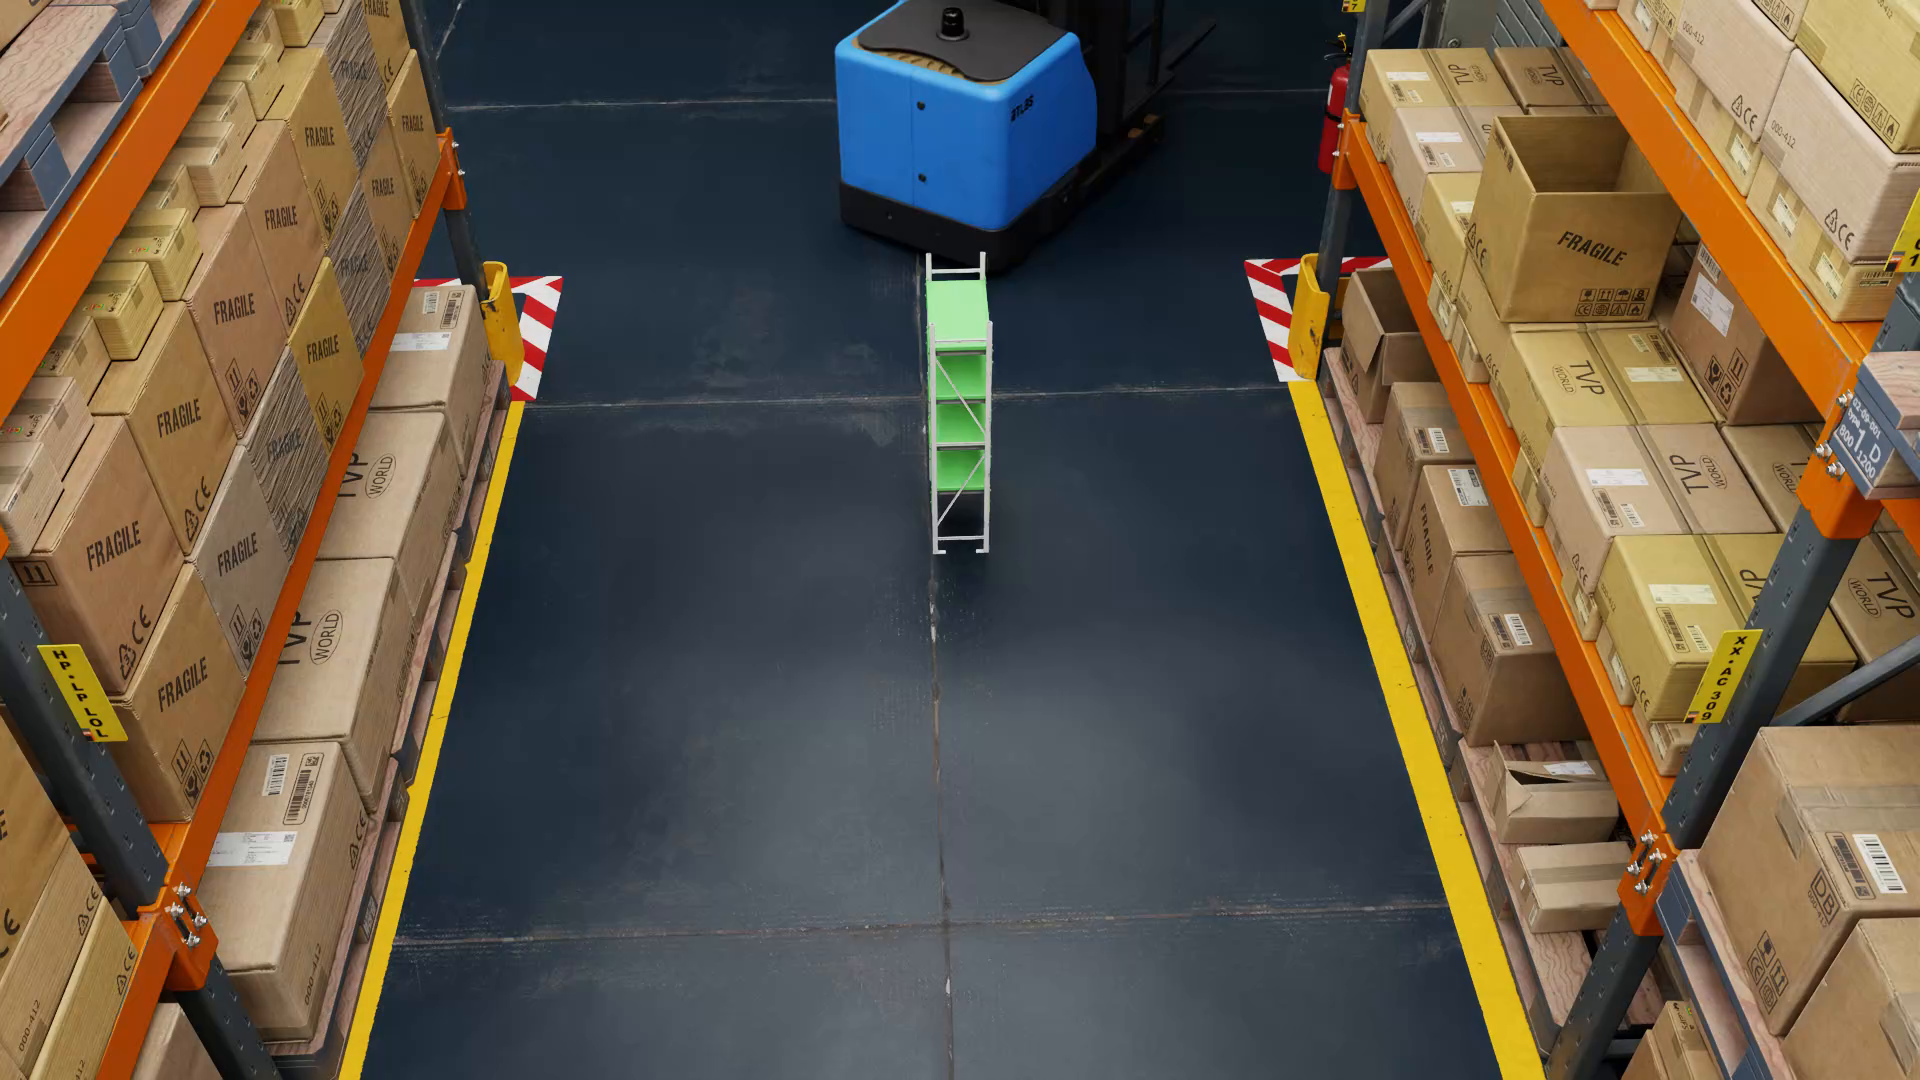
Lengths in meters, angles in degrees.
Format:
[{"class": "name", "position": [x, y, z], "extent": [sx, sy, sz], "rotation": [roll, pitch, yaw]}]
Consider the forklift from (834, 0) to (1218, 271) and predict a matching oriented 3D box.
[{"class": "forklift", "position": [-3.176, -2.865, 8.272], "extent": [6.586, 2.843, 8.374], "rotation": [23, 47, 23]}]

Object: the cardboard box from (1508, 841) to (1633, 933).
[{"class": "cardboard box", "position": [2.073, 1.160, 5.563], "extent": [0.380, 0.149, 0.250], "rotation": [-3, 43, -3]}]

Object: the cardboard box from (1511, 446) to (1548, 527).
[{"class": "cardboard box", "position": [2.033, -0.183, 5.416], "extent": [0.380, 0.149, 0.250], "rotation": [-2, 43, -2]}]

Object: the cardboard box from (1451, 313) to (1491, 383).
[{"class": "cardboard box", "position": [1.997, -0.698, 5.977], "extent": [0.380, 0.149, 0.250], "rotation": [-1, 43, -1]}]

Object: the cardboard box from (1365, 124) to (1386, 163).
[{"class": "cardboard box", "position": [1.960, -1.746, 7.121], "extent": [0.380, 0.149, 0.250], "rotation": [-2, 43, -2]}]

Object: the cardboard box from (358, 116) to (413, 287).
[{"class": "cardboard box", "position": [-2.448, -1.303, 6.378], "extent": [0.500, 0.500, 0.500], "rotation": [-2, 43, -3]}]

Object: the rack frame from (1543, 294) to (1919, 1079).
[{"class": "rack frame", "position": [2.390, 0.632, 4.341], "extent": [1.000, 3.000, 0.127], "rotation": [-2, 43, -2]}]

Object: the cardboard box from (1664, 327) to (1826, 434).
[{"class": "cardboard box", "position": [2.591, -0.451, 5.413], "extent": [0.500, 0.250, 0.500], "rotation": [-1, 43, -1]}]

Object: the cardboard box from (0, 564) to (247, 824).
[{"class": "cardboard box", "position": [-2.327, 0.416, 4.503], "extent": [0.500, 0.500, 0.500], "rotation": [0, 43, 0]}]

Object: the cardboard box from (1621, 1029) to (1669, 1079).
[{"class": "cardboard box", "position": [2.186, 1.732, 4.680], "extent": [0.500, 0.500, 0.500], "rotation": [0, 43, 0]}]

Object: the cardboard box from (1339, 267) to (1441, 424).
[{"class": "cardboard box", "position": [2.151, -0.887, 7.535], "extent": [0.797, 0.503, 0.637], "rotation": [-3, 43, -3]}]

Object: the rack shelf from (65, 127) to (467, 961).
[{"class": "rack shelf", "position": [-2.654, -0.308, 5.899], "extent": [1.077, 0.370, 4.000], "rotation": [-2, 43, -2]}]

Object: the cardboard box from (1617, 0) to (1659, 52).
[{"class": "cardboard box", "position": [2.065, -1.480, 4.610], "extent": [0.380, 0.149, 0.250], "rotation": [-1, 43, -1]}]

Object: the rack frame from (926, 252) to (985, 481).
[{"class": "rack frame", "position": [-0.017, -0.719, 7.146], "extent": [0.240, 1.200, 0.015], "rotation": [-2, 43, -2]}]

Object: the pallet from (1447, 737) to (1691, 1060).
[{"class": "pallet", "position": [2.362, 1.196, 5.789], "extent": [1.003, 0.211, 1.213], "rotation": [-2, 43, -2]}]

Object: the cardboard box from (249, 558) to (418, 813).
[{"class": "cardboard box", "position": [-2.527, 0.535, 6.032], "extent": [0.875, 0.438, 0.875], "rotation": [-3, 43, -3]}]

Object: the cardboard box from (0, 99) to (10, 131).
[{"class": "cardboard box", "position": [-2.384, -0.961, 3.399], "extent": [0.500, 0.500, 0.500], "rotation": [-1, 43, -1]}]

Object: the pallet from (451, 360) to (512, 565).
[{"class": "pallet", "position": [-2.627, -0.358, 7.484], "extent": [1.003, 0.211, 1.213], "rotation": [-2, 43, -2]}]

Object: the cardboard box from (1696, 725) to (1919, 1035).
[{"class": "cardboard box", "position": [2.187, 0.773, 3.802], "extent": [0.700, 0.500, 0.500], "rotation": [-1, 43, -1]}]

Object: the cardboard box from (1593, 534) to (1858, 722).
[{"class": "cardboard box", "position": [2.125, 0.241, 4.658], "extent": [0.500, 0.250, 0.500], "rotation": [-1, 43, -1]}]

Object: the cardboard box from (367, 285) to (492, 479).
[{"class": "cardboard box", "position": [-2.611, -0.691, 7.369], "extent": [0.875, 0.438, 0.875], "rotation": [-3, 43, -3]}]

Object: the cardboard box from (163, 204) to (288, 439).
[{"class": "cardboard box", "position": [-2.373, -0.644, 4.919], "extent": [0.500, 0.500, 0.500], "rotation": [-1, 43, -1]}]

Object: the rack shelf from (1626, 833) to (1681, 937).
[{"class": "rack shelf", "position": [2.475, 2.247, 3.111], "extent": [1.077, 0.370, 4.000], "rotation": [-2, 43, -2]}]

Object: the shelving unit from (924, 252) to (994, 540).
[{"class": "shelving unit", "position": [-6.231, 2.361, 3.786], "extent": [13.061, 1.200, 8.595], "rotation": [-2, 43, -2]}]

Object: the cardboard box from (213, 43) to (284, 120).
[{"class": "cardboard box", "position": [-2.415, -1.472, 5.342], "extent": [0.380, 0.149, 0.250], "rotation": [-1, 43, -1]}]

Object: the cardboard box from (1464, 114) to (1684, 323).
[{"class": "cardboard box", "position": [2.034, -1.073, 5.536], "extent": [0.500, 0.500, 0.500], "rotation": [-1, 43, -1]}]

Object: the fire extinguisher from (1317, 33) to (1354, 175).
[{"class": "fire extinguisher", "position": [1.752, -1.989, 7.533], "extent": [0.296, 0.674, 0.183], "rotation": [-2, 43, -2]}]

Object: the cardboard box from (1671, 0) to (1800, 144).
[{"class": "cardboard box", "position": [2.087, -1.197, 4.007], "extent": [0.500, 0.250, 0.500], "rotation": [-3, 43, -3]}]

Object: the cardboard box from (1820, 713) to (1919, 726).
[{"class": "cardboard box", "position": [2.649, 0.490, 4.682], "extent": [0.380, 0.149, 0.250], "rotation": [-2, 43, -2]}]

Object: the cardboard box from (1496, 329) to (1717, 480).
[{"class": "cardboard box", "position": [2.081, -0.434, 5.395], "extent": [0.500, 0.250, 0.500], "rotation": [-2, 43, -2]}]

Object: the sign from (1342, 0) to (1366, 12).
[{"class": "sign", "position": [1.678, -2.372, 6.977], "extent": [0.100, 0.325, 0.005], "rotation": [-2, 43, -2]}]

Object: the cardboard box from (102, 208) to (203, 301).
[{"class": "cardboard box", "position": [-2.335, -0.782, 4.589], "extent": [0.380, 0.149, 0.250], "rotation": [-3, 43, -3]}]

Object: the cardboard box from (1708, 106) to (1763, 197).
[{"class": "cardboard box", "position": [2.070, -0.962, 4.046], "extent": [0.380, 0.149, 0.250], "rotation": [0, 43, 0]}]

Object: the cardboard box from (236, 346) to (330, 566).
[{"class": "cardboard box", "position": [-2.359, -0.260, 5.240], "extent": [0.500, 0.500, 0.500], "rotation": [-1, 43, -2]}]

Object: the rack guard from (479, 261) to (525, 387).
[{"class": "rack guard", "position": [-2.740, -1.018, 7.991], "extent": [1.175, 0.500, 0.348], "rotation": [-2, 43, -2]}]

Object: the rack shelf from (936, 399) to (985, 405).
[{"class": "rack shelf", "position": [-0.007, -0.705, 6.828], "extent": [0.199, 0.029, 0.442], "rotation": [-2, 43, -2]}]

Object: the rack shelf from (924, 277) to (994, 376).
[{"class": "rack shelf", "position": [-0.007, -0.861, 6.685], "extent": [0.258, 0.148, 0.480], "rotation": [-2, 43, -2]}]

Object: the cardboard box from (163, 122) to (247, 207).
[{"class": "cardboard box", "position": [-2.369, -1.117, 4.955], "extent": [0.380, 0.149, 0.250], "rotation": [-2, 43, -2]}]

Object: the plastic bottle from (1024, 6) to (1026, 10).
[{"class": "plastic bottle", "position": [-8.188, 2.694, 3.019], "extent": [18.776, 1.306, 14.357], "rotation": [-4, 43, -5]}]

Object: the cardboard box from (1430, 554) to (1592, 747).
[{"class": "cardboard box", "position": [2.193, 0.393, 6.141], "extent": [0.700, 0.500, 0.500], "rotation": [-3, 43, -3]}]
